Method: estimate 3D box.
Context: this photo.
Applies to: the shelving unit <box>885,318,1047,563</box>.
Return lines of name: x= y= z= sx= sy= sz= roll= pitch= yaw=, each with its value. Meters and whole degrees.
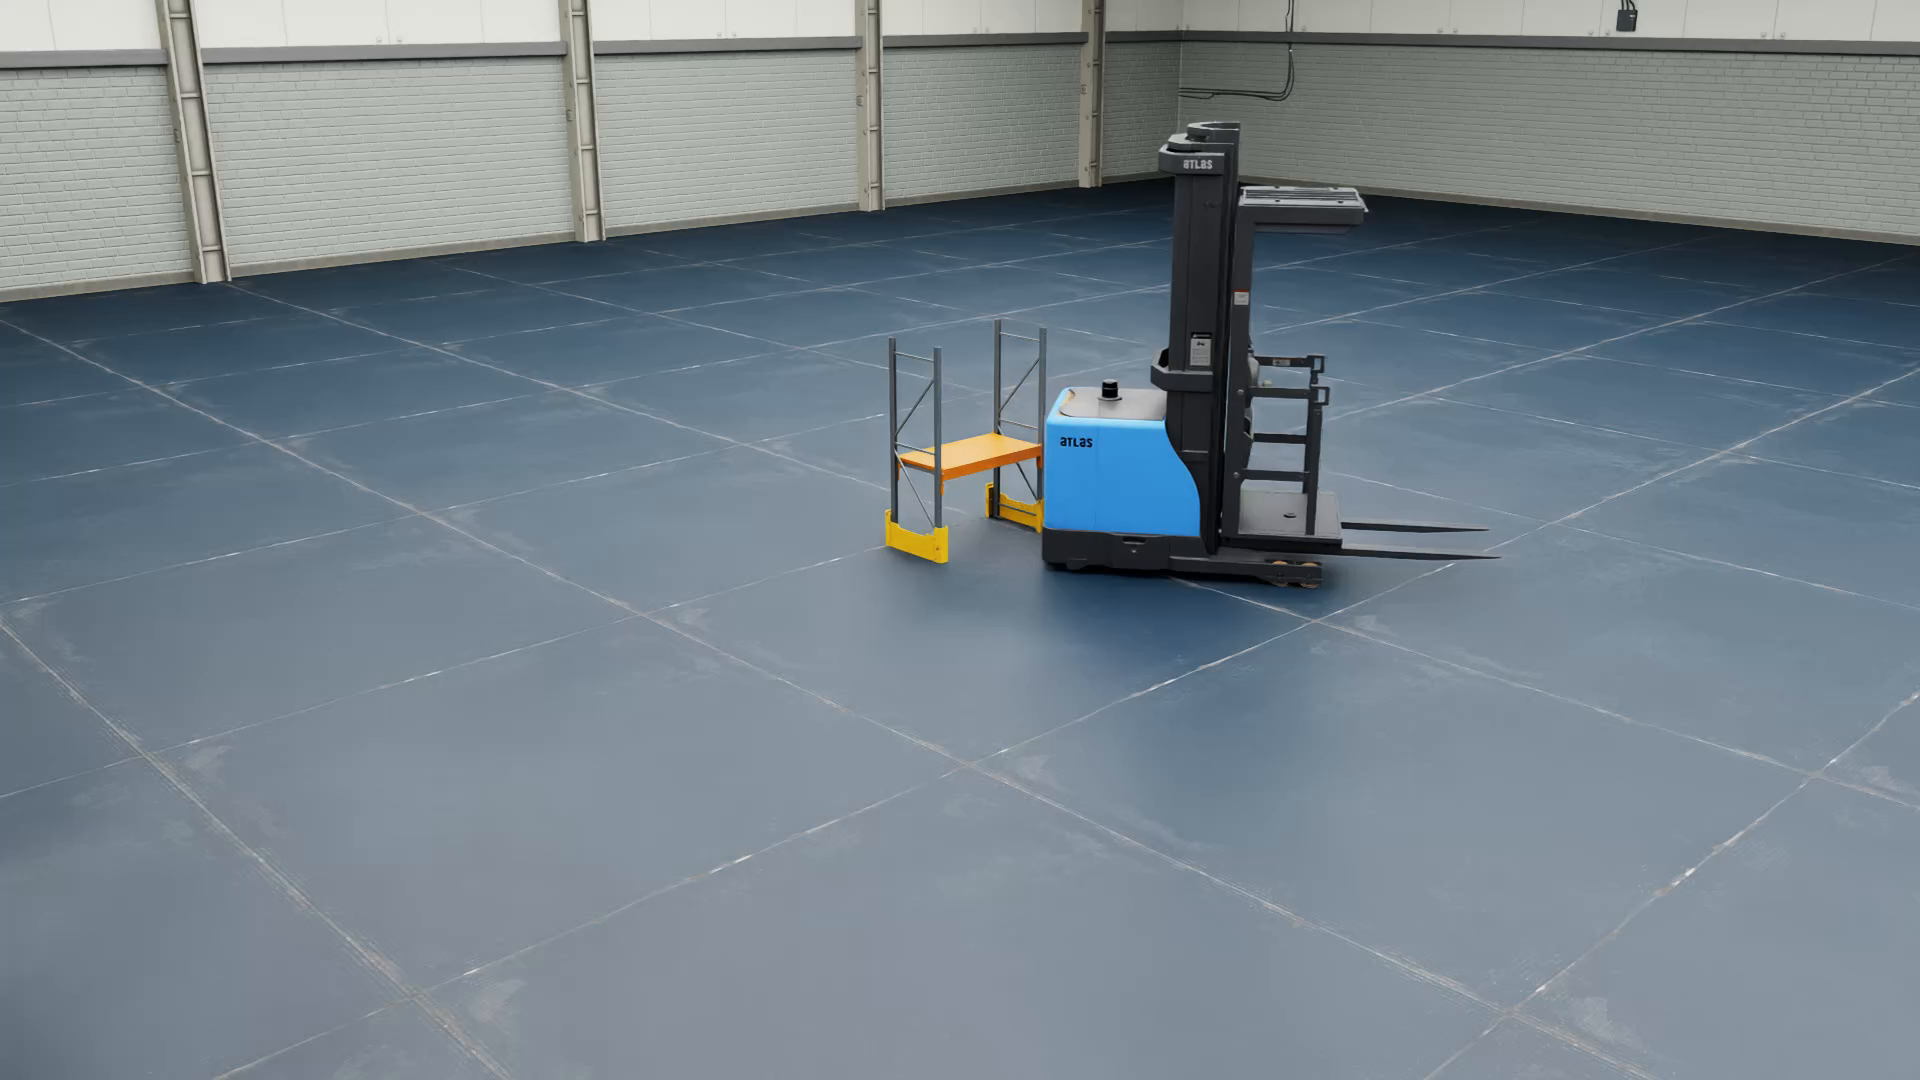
shelving unit: x=0.055 y=-0.730 z=11.803 sx=1.083 sy=1.500 sz=0.587 roll=-16 pitch=24 yaw=-41

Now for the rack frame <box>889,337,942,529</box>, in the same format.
rack frame: x=-0.307 y=-0.624 z=11.477 sx=0.032 sy=1.500 sz=0.500 roll=-16 pitch=24 yaw=-41

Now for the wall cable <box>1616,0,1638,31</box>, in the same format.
wall cable: x=12.278 y=-11.504 z=27.362 sx=0.169 sy=6.003 sz=2.305 roll=-16 pitch=24 yaw=-41

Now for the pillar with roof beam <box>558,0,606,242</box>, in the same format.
pillar with roof beam: x=-3.043 y=-8.182 z=22.629 sx=0.400 sy=9.000 sz=9.100 roll=-16 pitch=24 yaw=-41

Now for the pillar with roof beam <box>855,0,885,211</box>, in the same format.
pillar with roof beam: x=1.316 y=-9.453 z=26.550 sx=0.400 sy=9.000 sz=9.100 roll=-16 pitch=24 yaw=-41

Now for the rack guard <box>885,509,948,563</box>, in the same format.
rack guard: x=-0.306 y=-0.030 z=11.670 sx=0.087 sy=0.250 sz=0.587 roll=-16 pitch=24 yaw=-41

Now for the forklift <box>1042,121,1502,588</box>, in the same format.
forklift: x=2.124 y=-1.253 z=11.098 sx=3.031 sy=2.935 sz=1.130 roll=3 pitch=18 yaw=10

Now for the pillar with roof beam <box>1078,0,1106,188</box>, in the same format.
pillar with roof beam: x=5.676 y=-10.724 z=30.471 sx=0.400 sy=9.000 sz=9.100 roll=-16 pitch=24 yaw=-41

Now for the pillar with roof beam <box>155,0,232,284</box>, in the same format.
pillar with roof beam: x=-7.403 y=-6.910 z=18.707 sx=0.400 sy=9.000 sz=9.100 roll=-16 pitch=24 yaw=-41

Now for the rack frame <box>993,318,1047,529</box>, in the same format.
rack frame: x=0.431 y=-0.839 z=12.141 sx=0.032 sy=1.500 sz=0.500 roll=-16 pitch=24 yaw=-41

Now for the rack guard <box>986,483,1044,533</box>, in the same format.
rack guard: x=0.417 y=-0.241 z=12.321 sx=0.087 sy=0.250 sz=0.587 roll=-16 pitch=24 yaw=-41

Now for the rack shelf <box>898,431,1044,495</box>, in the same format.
rack shelf: x=0.062 y=-0.560 z=11.865 sx=1.000 sy=0.185 sz=0.538 roll=-16 pitch=24 yaw=-41

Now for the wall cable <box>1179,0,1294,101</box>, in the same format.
wall cable: x=5.767 y=-10.540 z=34.937 sx=0.112 sy=2.526 sz=3.097 roll=-16 pitch=24 yaw=-41
